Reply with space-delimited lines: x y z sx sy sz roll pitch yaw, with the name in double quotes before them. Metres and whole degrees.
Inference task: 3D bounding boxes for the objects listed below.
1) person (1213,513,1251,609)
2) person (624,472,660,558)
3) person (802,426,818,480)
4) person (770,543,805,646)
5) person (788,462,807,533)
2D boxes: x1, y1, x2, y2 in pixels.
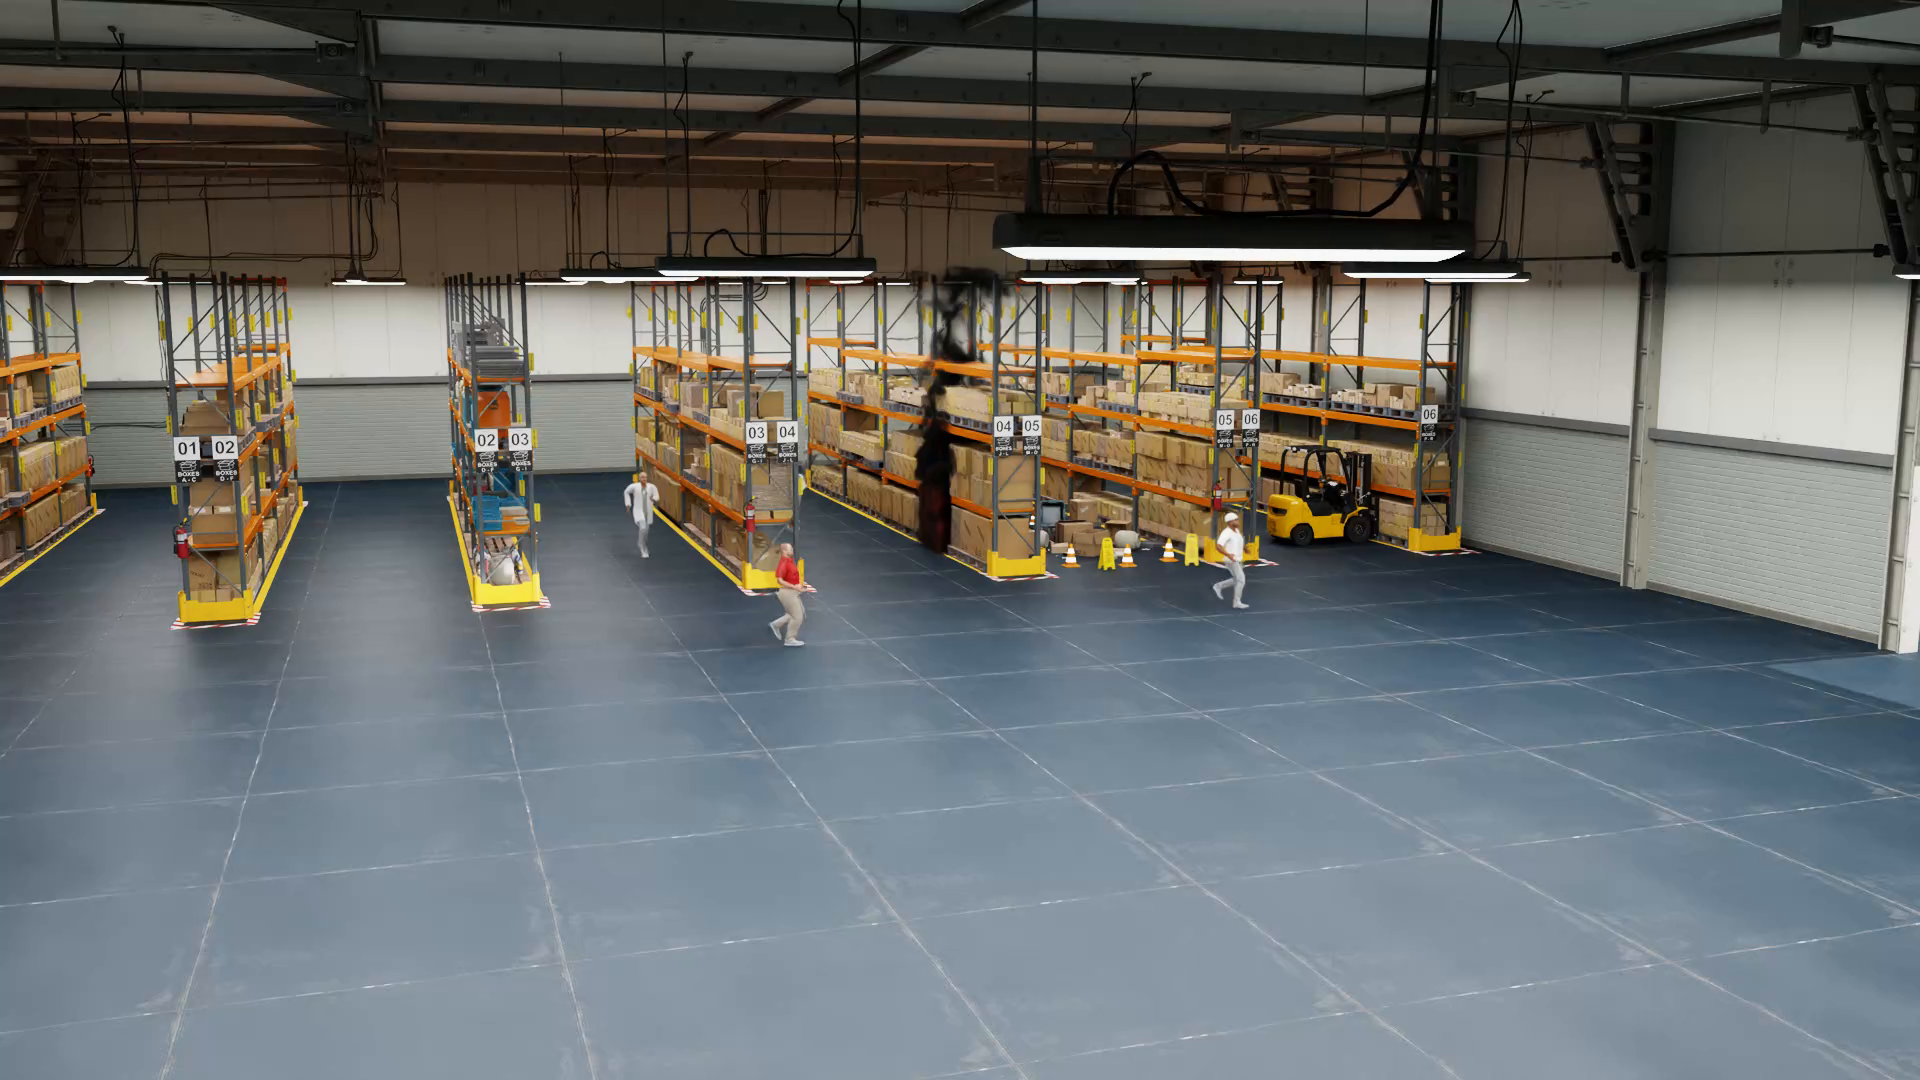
"person" 4.884 0.364 29.974 0.753 1.726 0.707 5 10 31
"person" -6.826 -0.553 35.842 0.666 1.847 0.937 -5 10 -31
"person" -4.487 -2.619 49.701 0.758 1.711 0.854 -3 9 -18
"person" -2.776 0.872 26.757 0.628 1.673 0.661 0 9 3
"person" -3.893 -1.011 39.162 0.582 1.690 0.666 -5 10 -29
